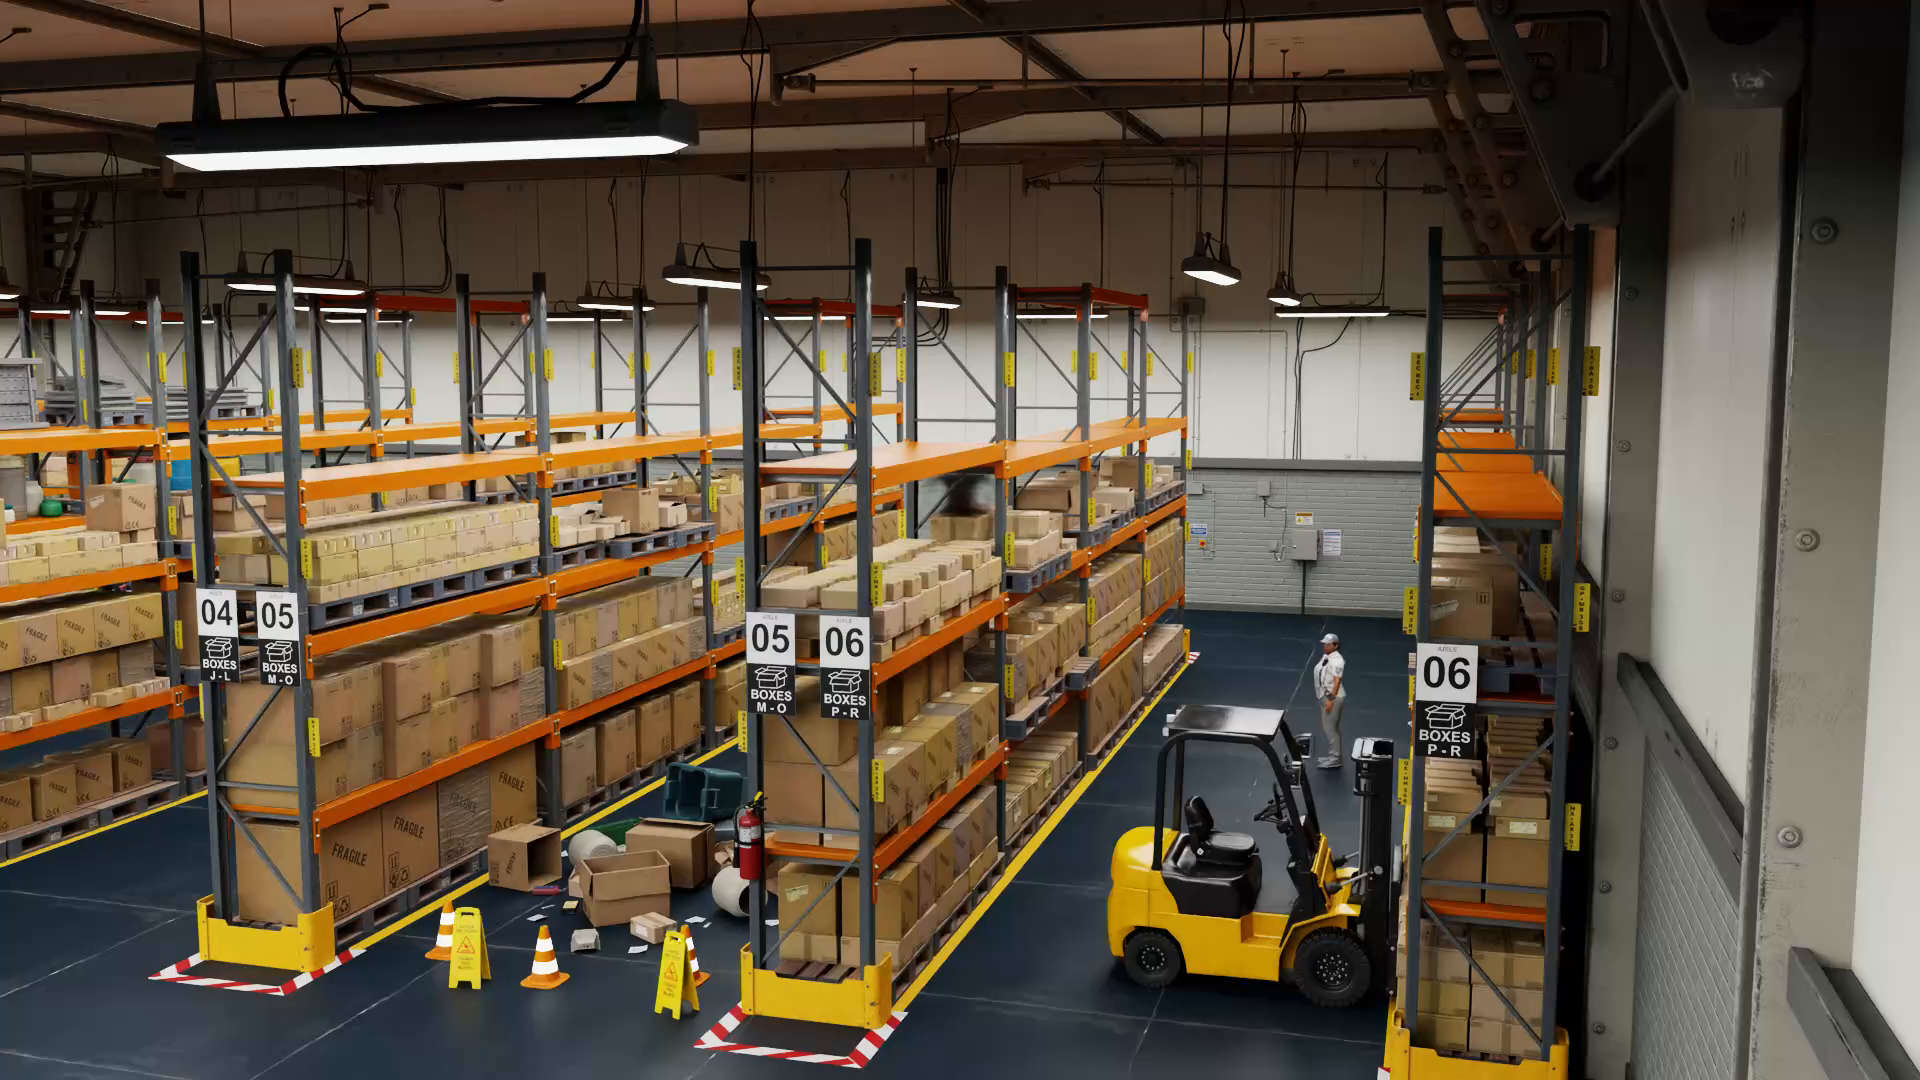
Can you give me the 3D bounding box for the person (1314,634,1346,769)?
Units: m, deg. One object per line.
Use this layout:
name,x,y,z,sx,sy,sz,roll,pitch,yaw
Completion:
person,4.641,2.007,20.878,0.399,1.665,0.506,1,6,9
